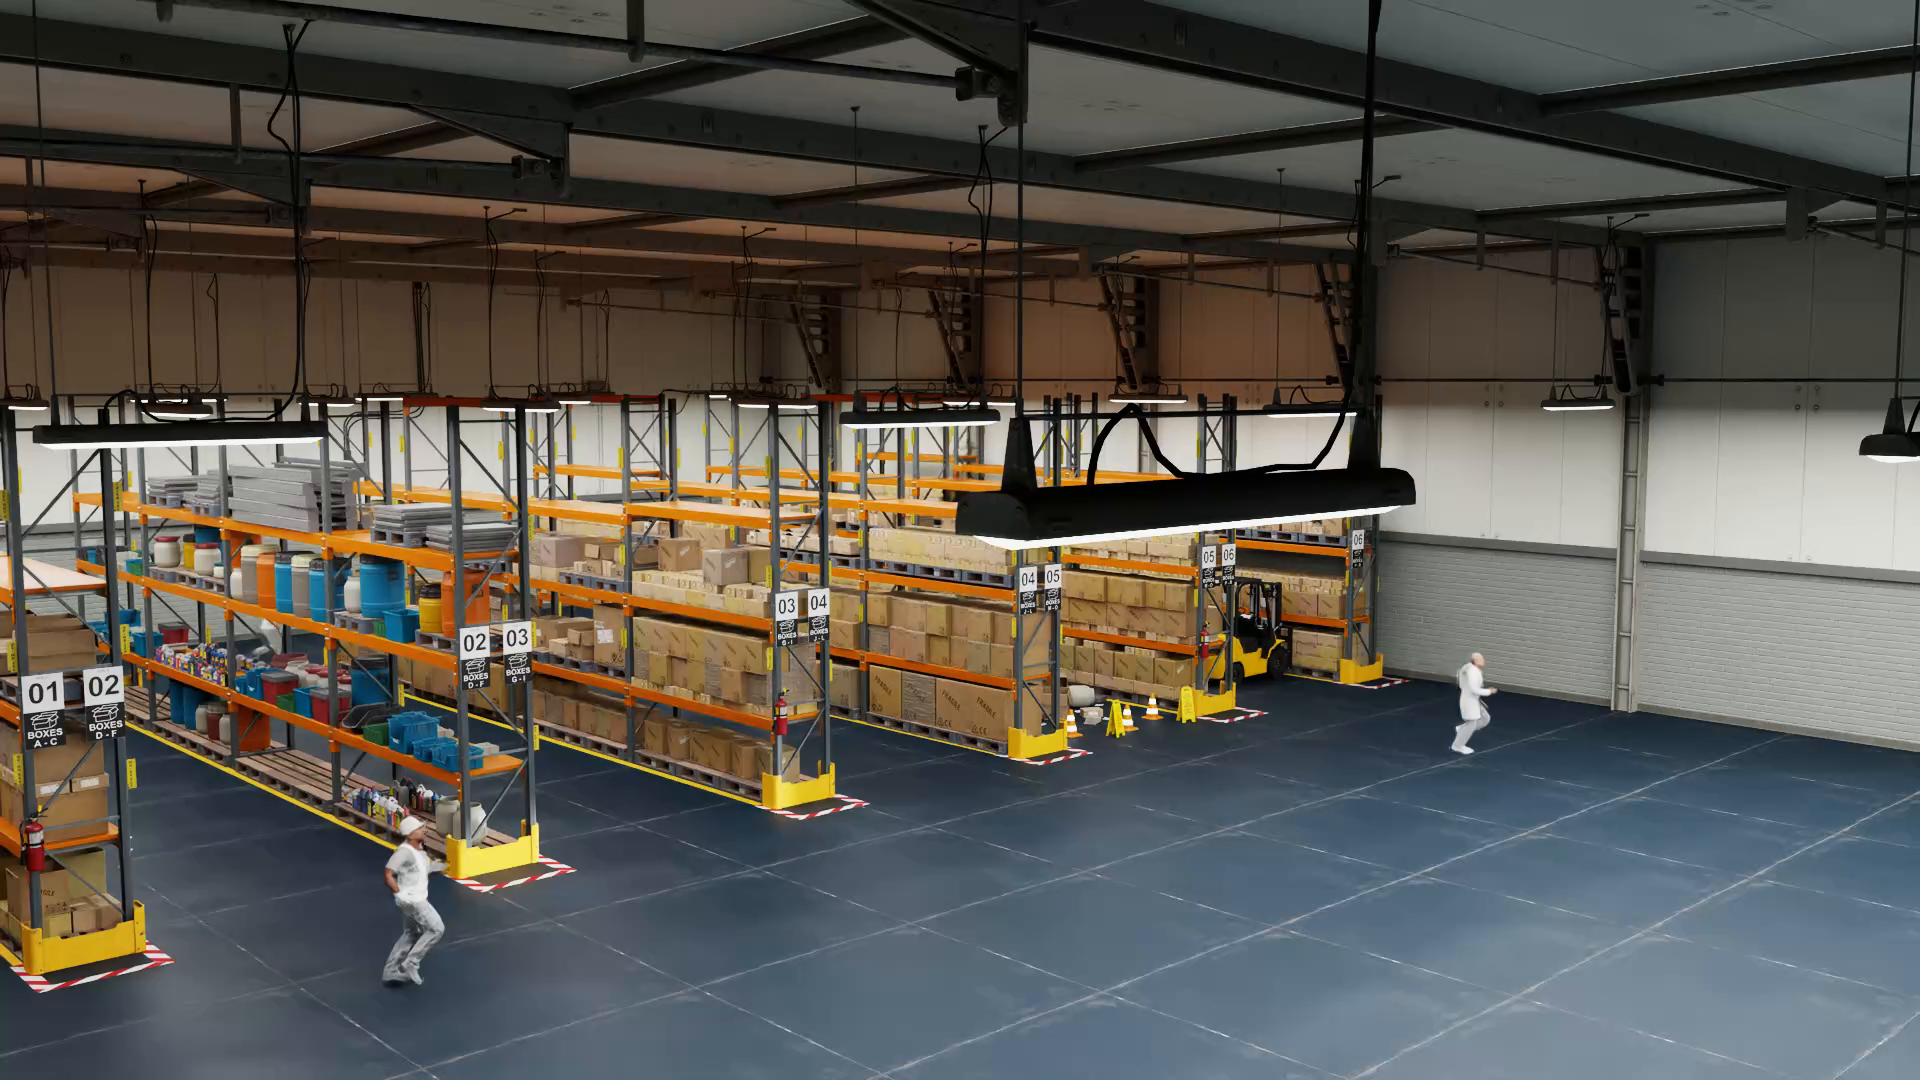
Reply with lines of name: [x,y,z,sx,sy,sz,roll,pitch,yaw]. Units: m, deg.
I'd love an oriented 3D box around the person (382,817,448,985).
person: [-5.723,3.771,17.429,0.686,1.759,0.673,-2,6,-15]

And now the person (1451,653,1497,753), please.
person: [8.692,2.753,28.088,0.724,1.728,0.761,2,6,19]

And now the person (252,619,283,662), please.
person: [-15.259,1.988,36.719,0.709,1.647,0.629,-3,6,-31]
